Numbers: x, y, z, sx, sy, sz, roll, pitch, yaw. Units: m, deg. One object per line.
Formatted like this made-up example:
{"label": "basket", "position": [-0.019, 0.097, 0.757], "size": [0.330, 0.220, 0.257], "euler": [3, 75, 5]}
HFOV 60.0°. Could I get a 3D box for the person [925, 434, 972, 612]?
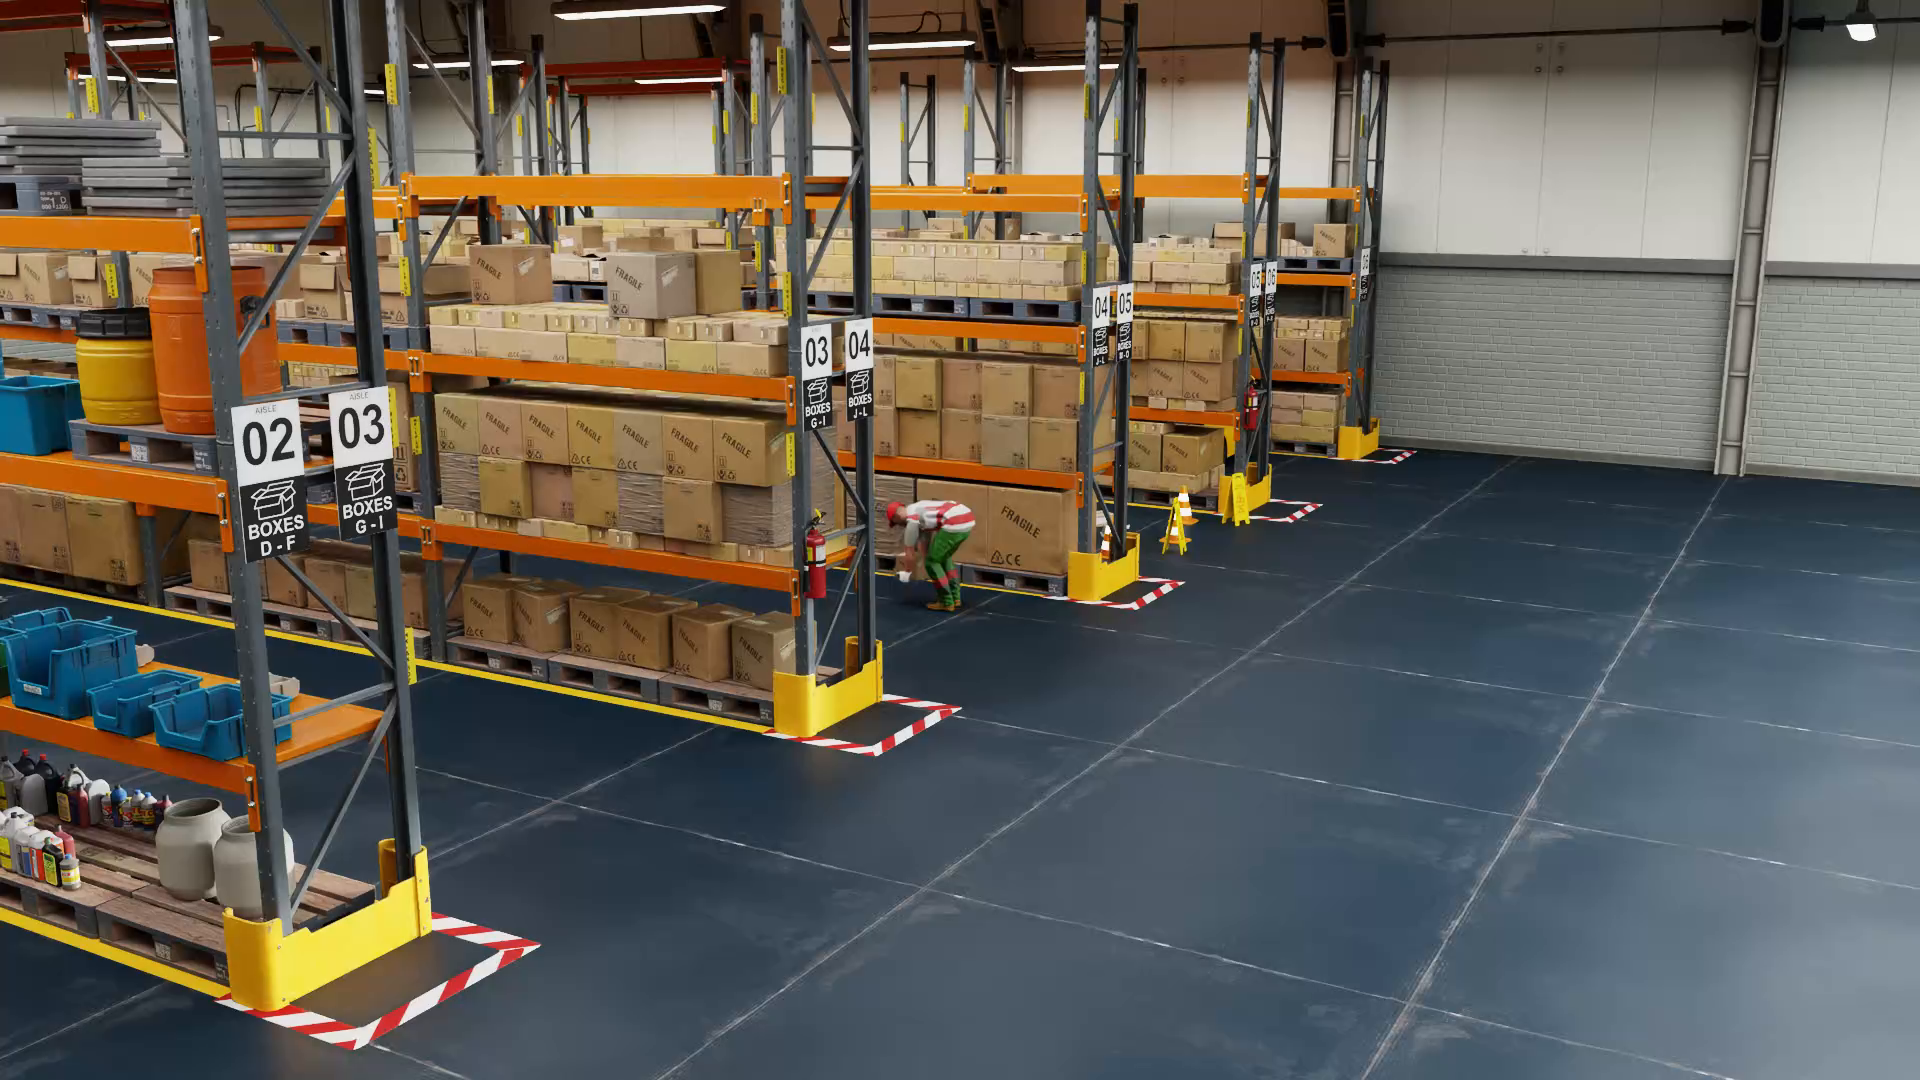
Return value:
{"label": "person", "position": [-0.107, -0.178, 16.729], "size": [0.411, 1.786, 0.550], "euler": [6, 14, 27]}
